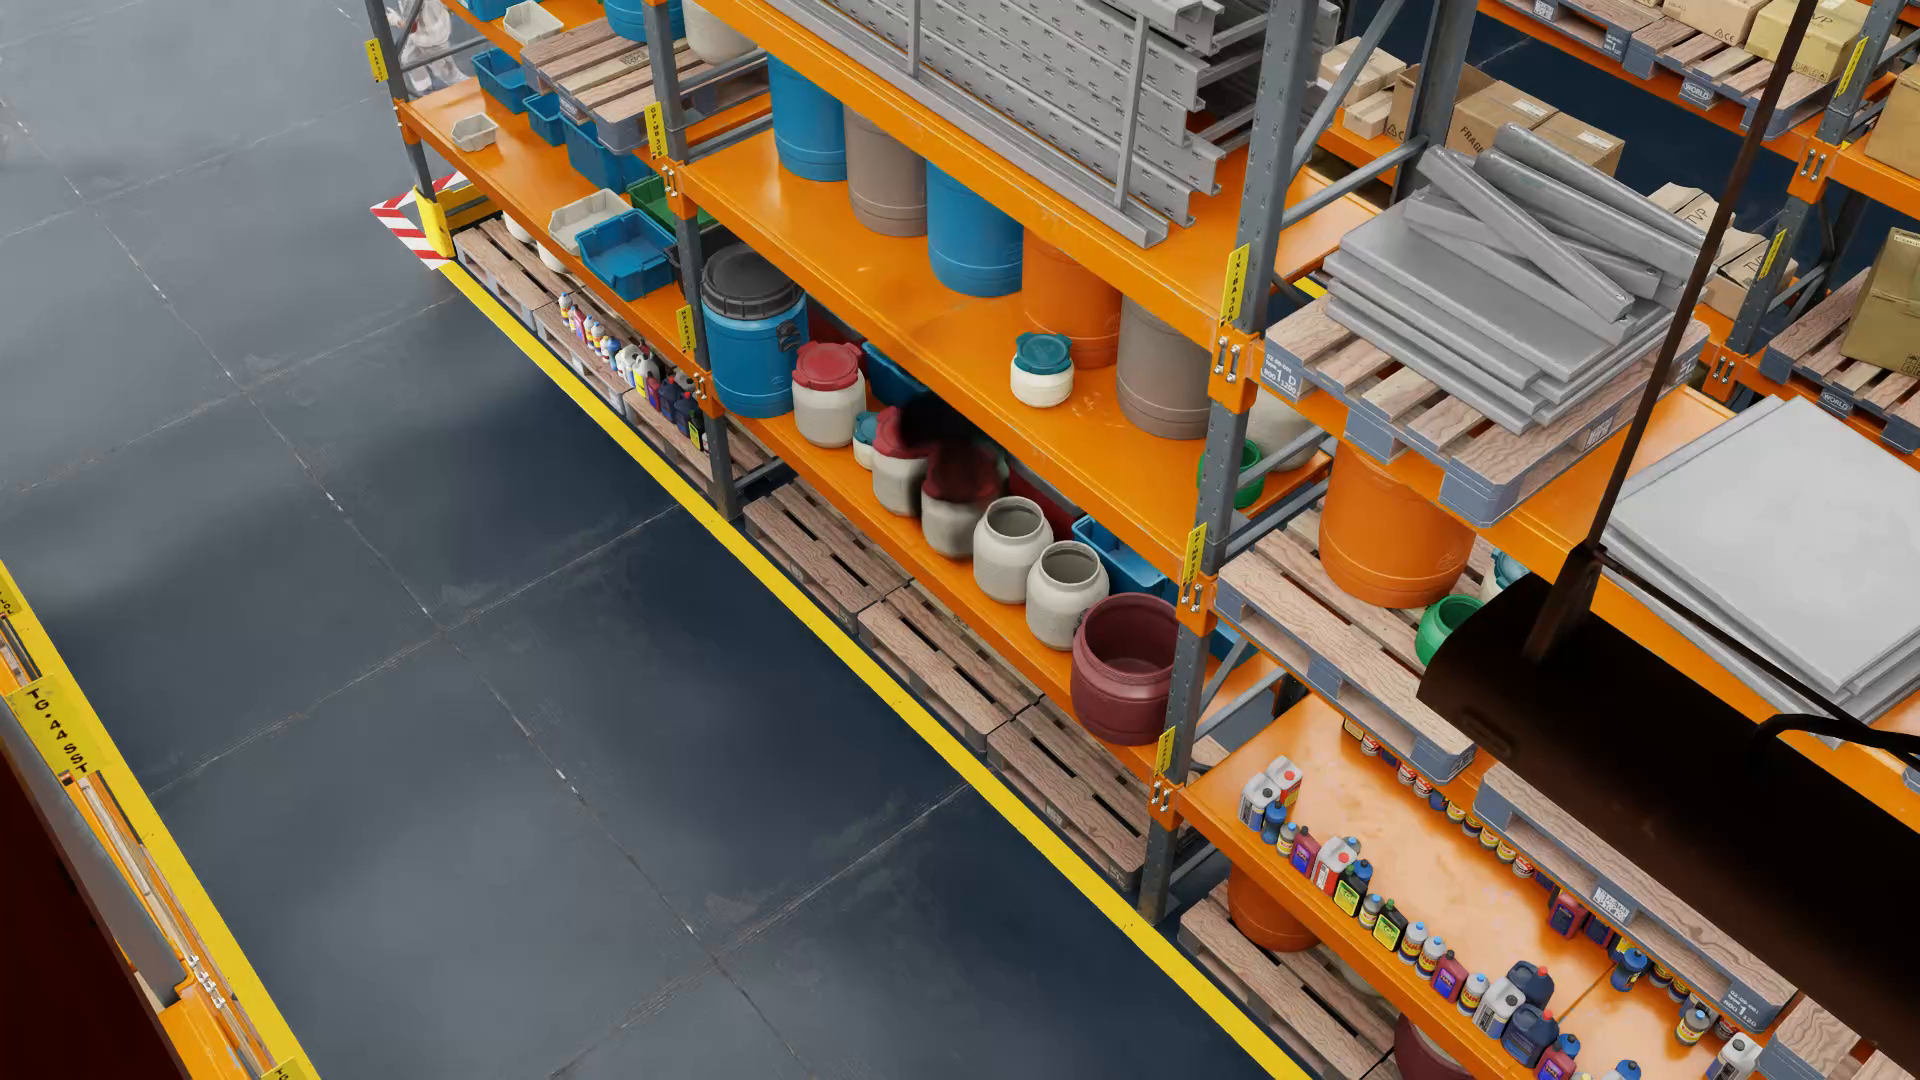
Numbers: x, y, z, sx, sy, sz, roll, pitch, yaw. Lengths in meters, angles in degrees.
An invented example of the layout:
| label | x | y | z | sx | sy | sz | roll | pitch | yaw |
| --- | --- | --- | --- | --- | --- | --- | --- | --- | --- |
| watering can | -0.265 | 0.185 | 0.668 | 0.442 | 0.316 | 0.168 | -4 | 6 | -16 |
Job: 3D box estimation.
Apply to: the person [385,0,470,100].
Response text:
| label | x | y | z | sx | sy | sz | roll | pitch | yaw |
| --- | --- | --- | --- | --- | --- | --- | --- | --- | --- |
| person | -4.378 | -4.142 | 13.680 | 0.820 | 1.772 | 0.681 | -1 | 47 | -1 |
